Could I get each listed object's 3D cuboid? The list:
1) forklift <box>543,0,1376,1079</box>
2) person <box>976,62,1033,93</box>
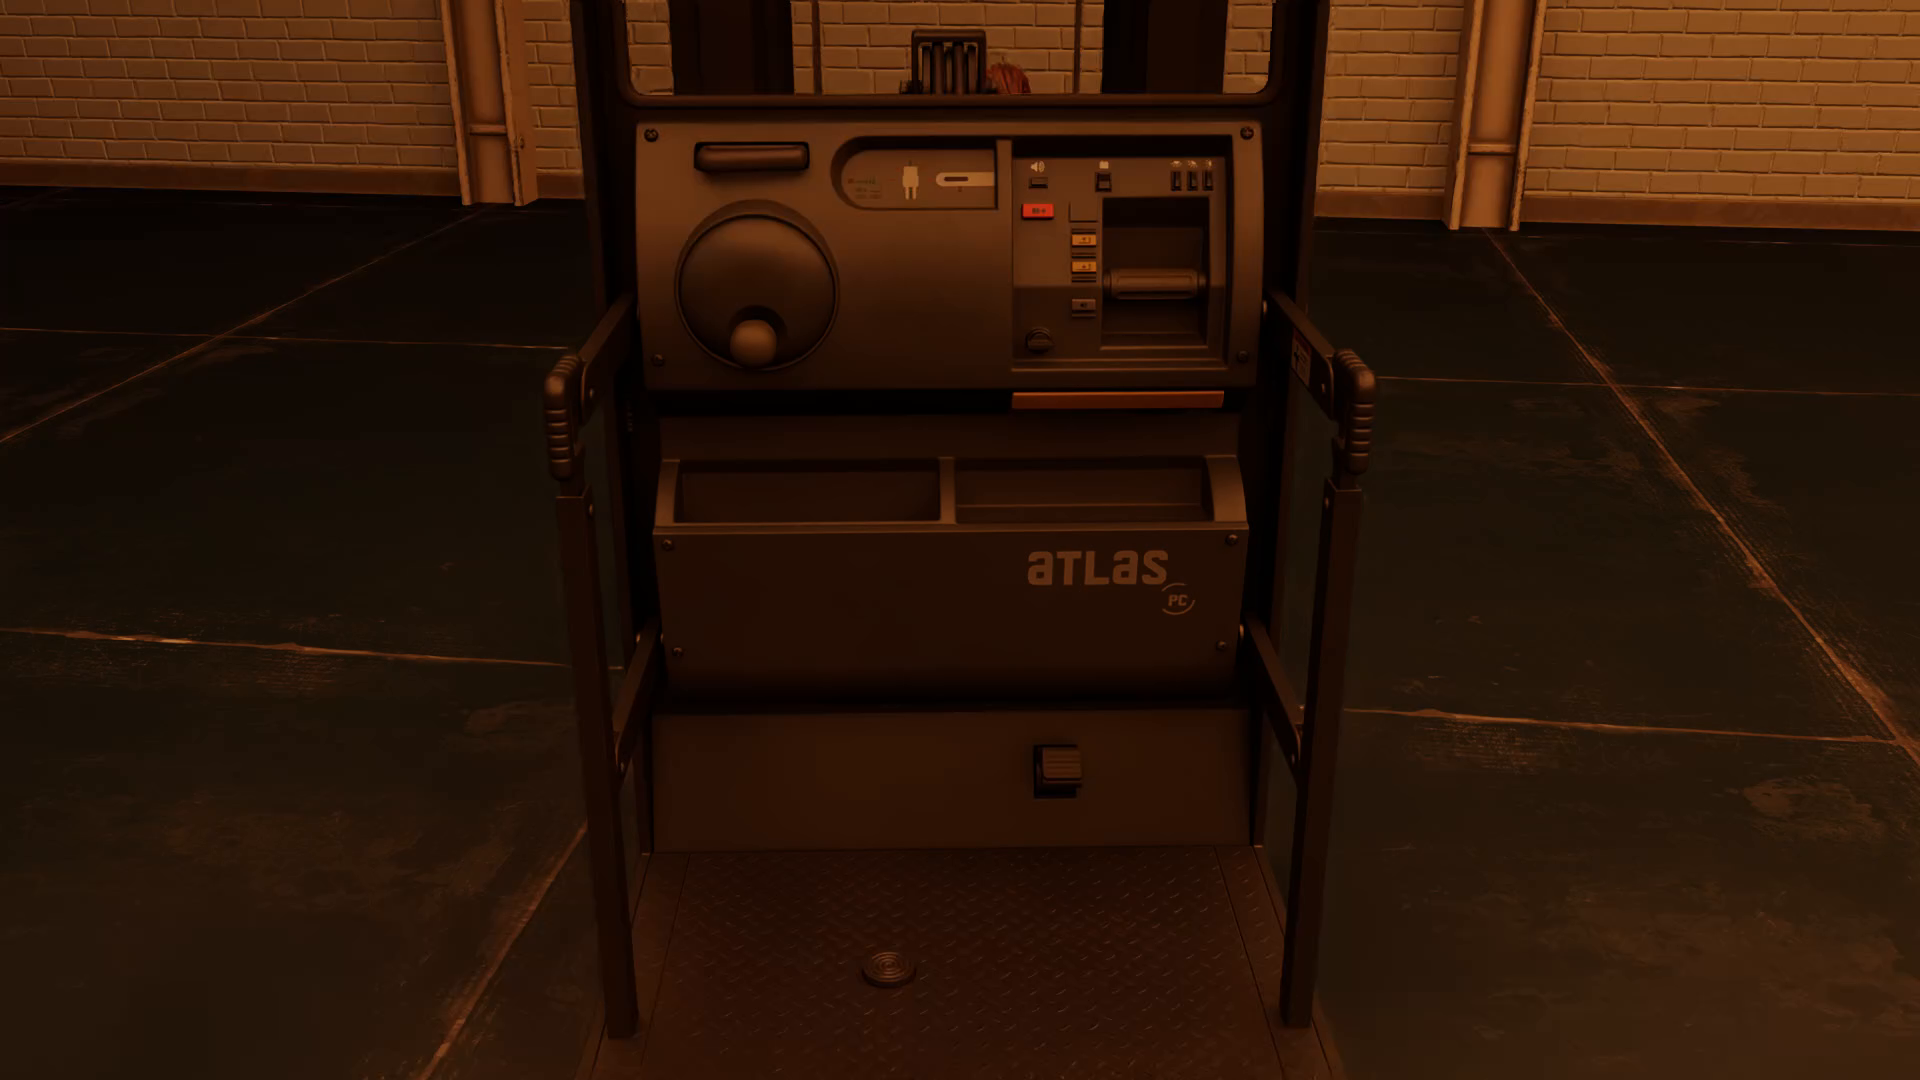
[{"bbox_3d":[-0.007,-0.414,2.281,1.130,2.935,3.031,-1,22,-1],"label":"forklift"},{"bbox_3d":[0.463,-0.662,4.827,0.693,1.467,1.004,-12,25,-28],"label":"person"}]
